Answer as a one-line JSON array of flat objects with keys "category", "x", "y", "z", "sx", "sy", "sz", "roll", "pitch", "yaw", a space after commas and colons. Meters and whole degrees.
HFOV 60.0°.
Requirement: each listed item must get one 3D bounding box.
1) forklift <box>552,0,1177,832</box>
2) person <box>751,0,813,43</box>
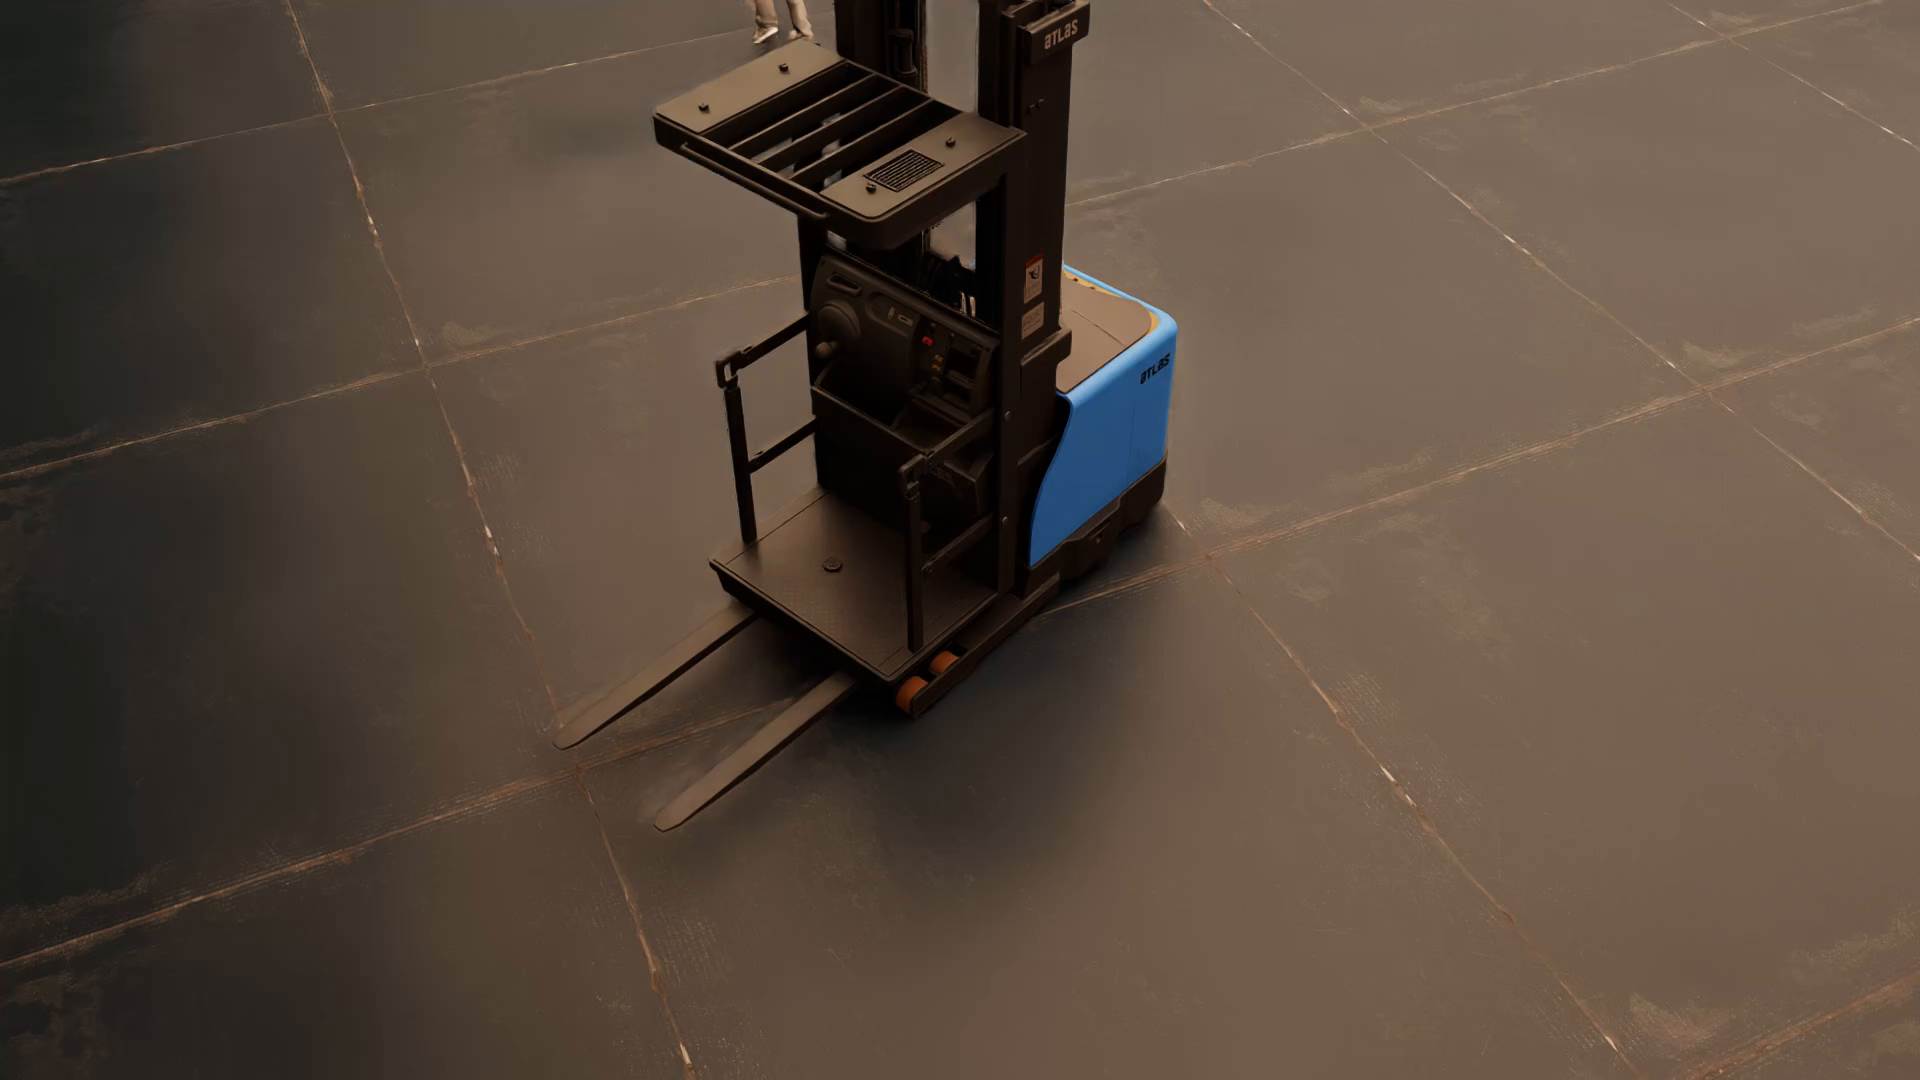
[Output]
[{"category": "forklift", "x": -0.378, "y": -0.724, "z": 6.456, "sx": 1.130, "sy": 2.935, "sz": 3.031, "roll": 31, "pitch": 51, "yaw": 29}, {"category": "person", "x": -1.182, "y": -3.971, "z": 10.992, "sx": 0.689, "sy": 1.582, "sz": 0.513, "roll": 30, "pitch": 51, "yaw": 29}]
